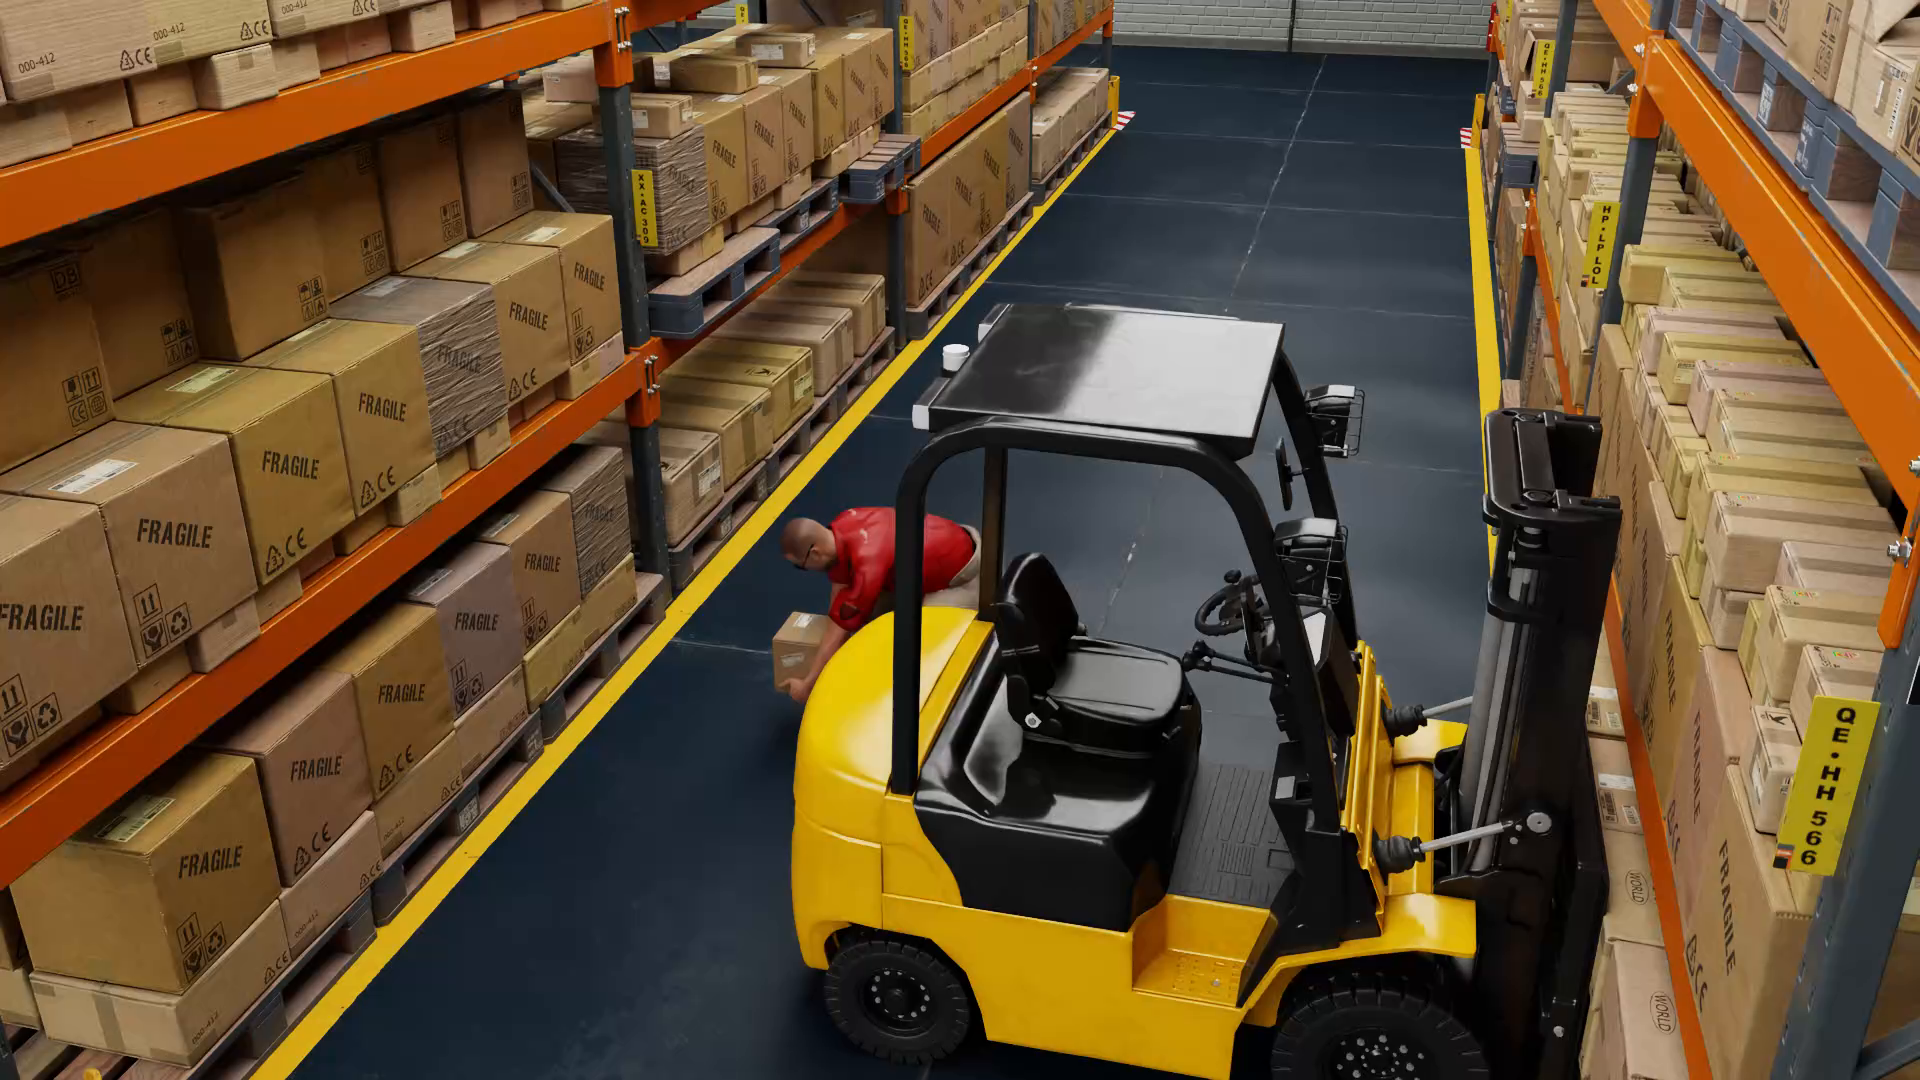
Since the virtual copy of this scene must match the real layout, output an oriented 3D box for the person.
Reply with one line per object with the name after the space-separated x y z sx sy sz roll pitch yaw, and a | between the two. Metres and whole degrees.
-0.291 0.307 6.876 0.965 0.967 0.544 -7 26 -14 | person
